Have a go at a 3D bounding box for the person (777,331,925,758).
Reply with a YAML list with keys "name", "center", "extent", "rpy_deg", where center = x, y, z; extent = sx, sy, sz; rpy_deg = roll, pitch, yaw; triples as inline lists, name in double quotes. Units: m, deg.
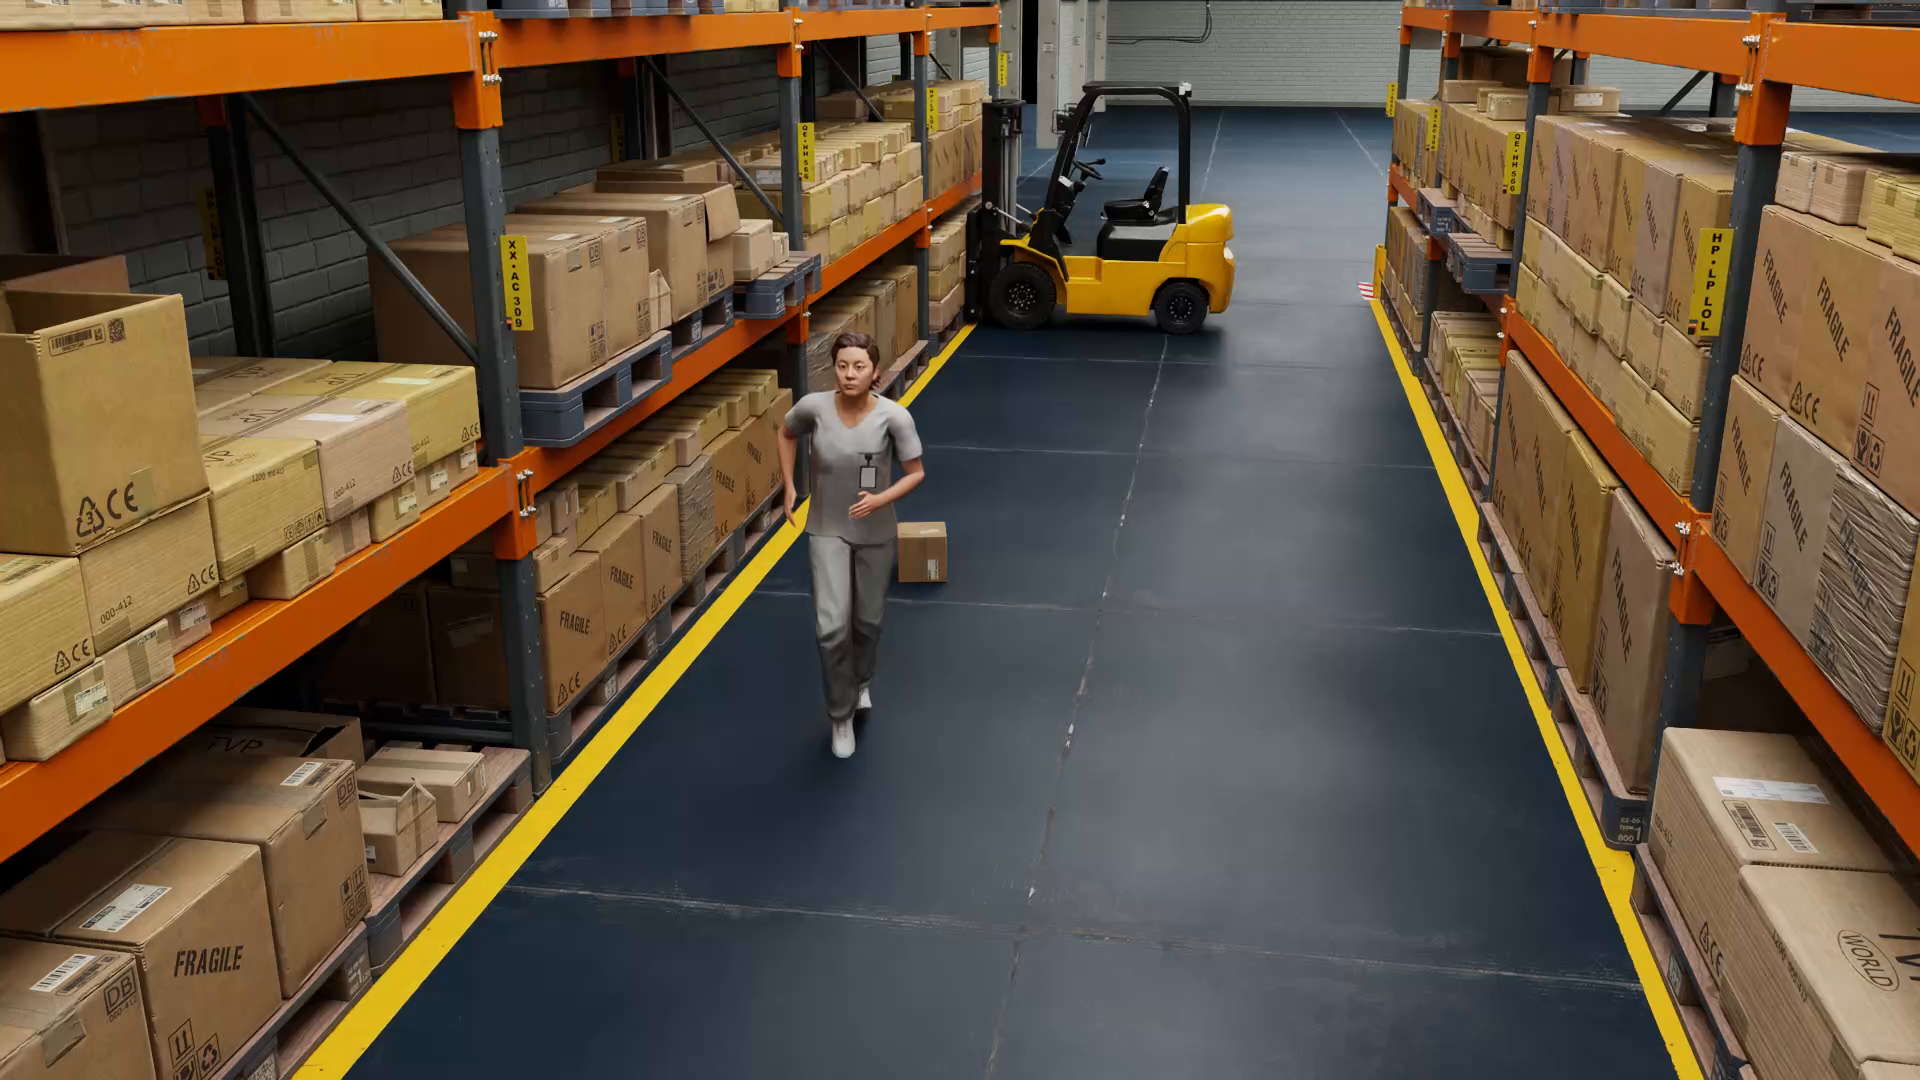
- name: "person"
  center: [-0.429, 0.003, 6.581]
  extent: [0.580, 1.702, 0.681]
  rpy_deg: [-1, 18, -2]
